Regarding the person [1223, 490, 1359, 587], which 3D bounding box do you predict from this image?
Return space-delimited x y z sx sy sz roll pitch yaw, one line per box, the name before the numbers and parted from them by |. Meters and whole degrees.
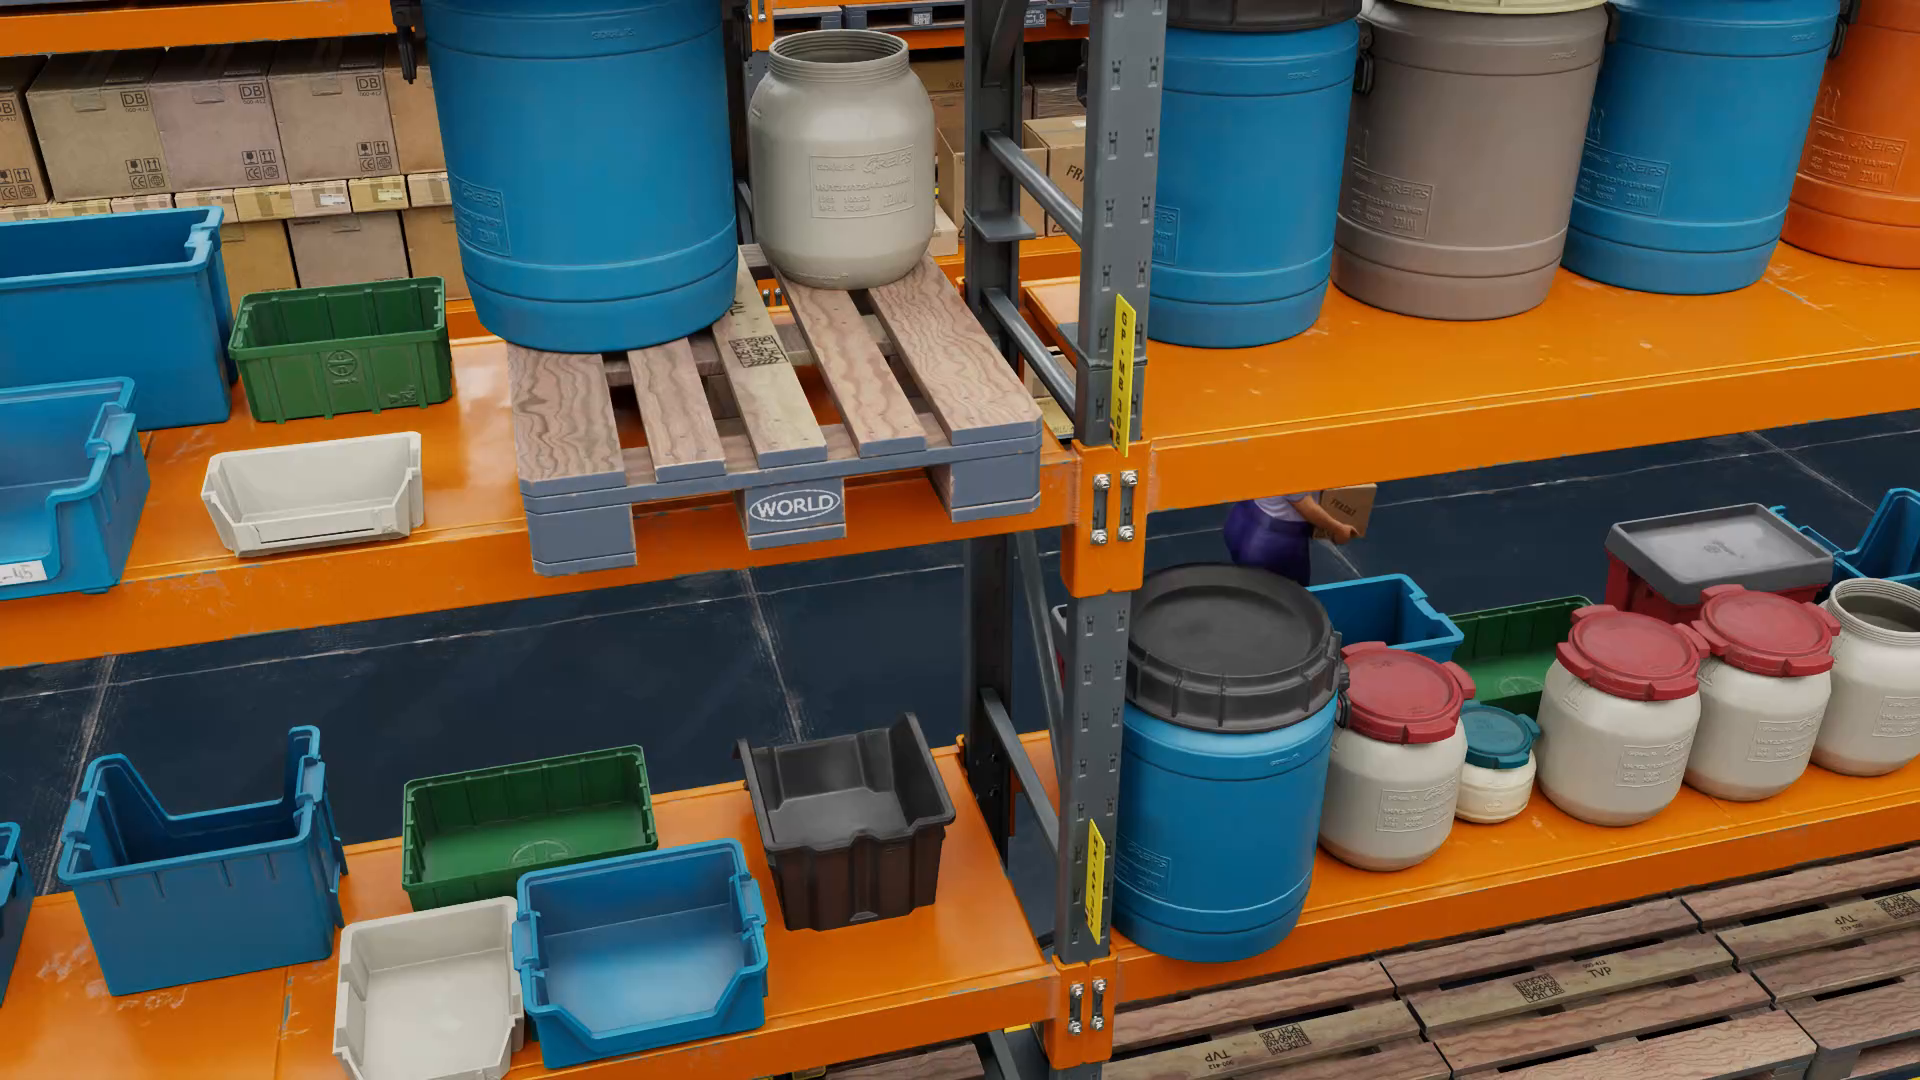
person | 1.407 0.000 7.163 0.517 1.627 0.452 -8 31 -13
